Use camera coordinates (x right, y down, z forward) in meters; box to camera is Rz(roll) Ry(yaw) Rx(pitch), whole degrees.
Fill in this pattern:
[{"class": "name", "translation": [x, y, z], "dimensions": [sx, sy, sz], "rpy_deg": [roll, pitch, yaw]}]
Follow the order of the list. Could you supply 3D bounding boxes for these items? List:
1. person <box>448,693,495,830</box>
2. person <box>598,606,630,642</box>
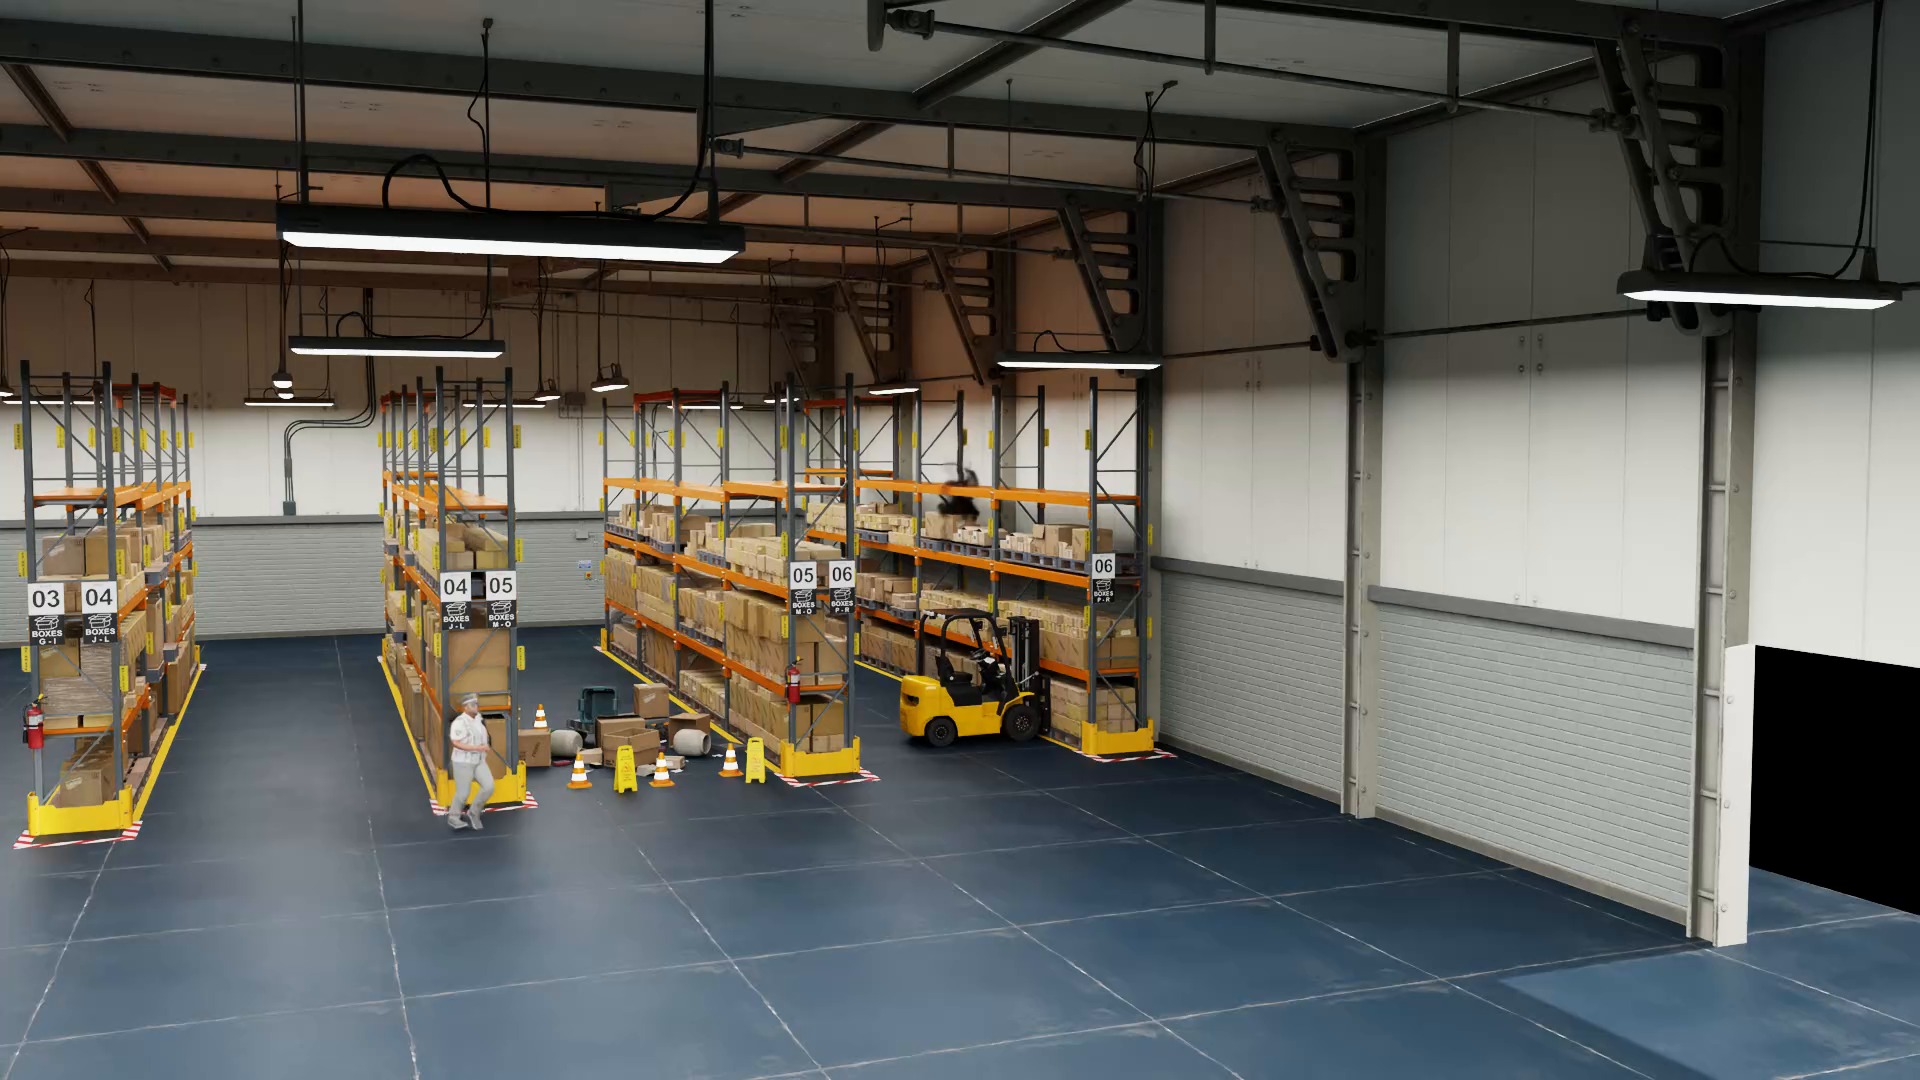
[{"class": "person", "translation": [-6.242, 2.857, 21.325], "dimensions": [0.728, 1.810, 0.688], "rpy_deg": [2, 4, 27]}, {"class": "person", "translation": [-8.413, 1.672, 40.995], "dimensions": [1.005, 1.715, 0.734], "rpy_deg": [-1, 4, -12]}]
